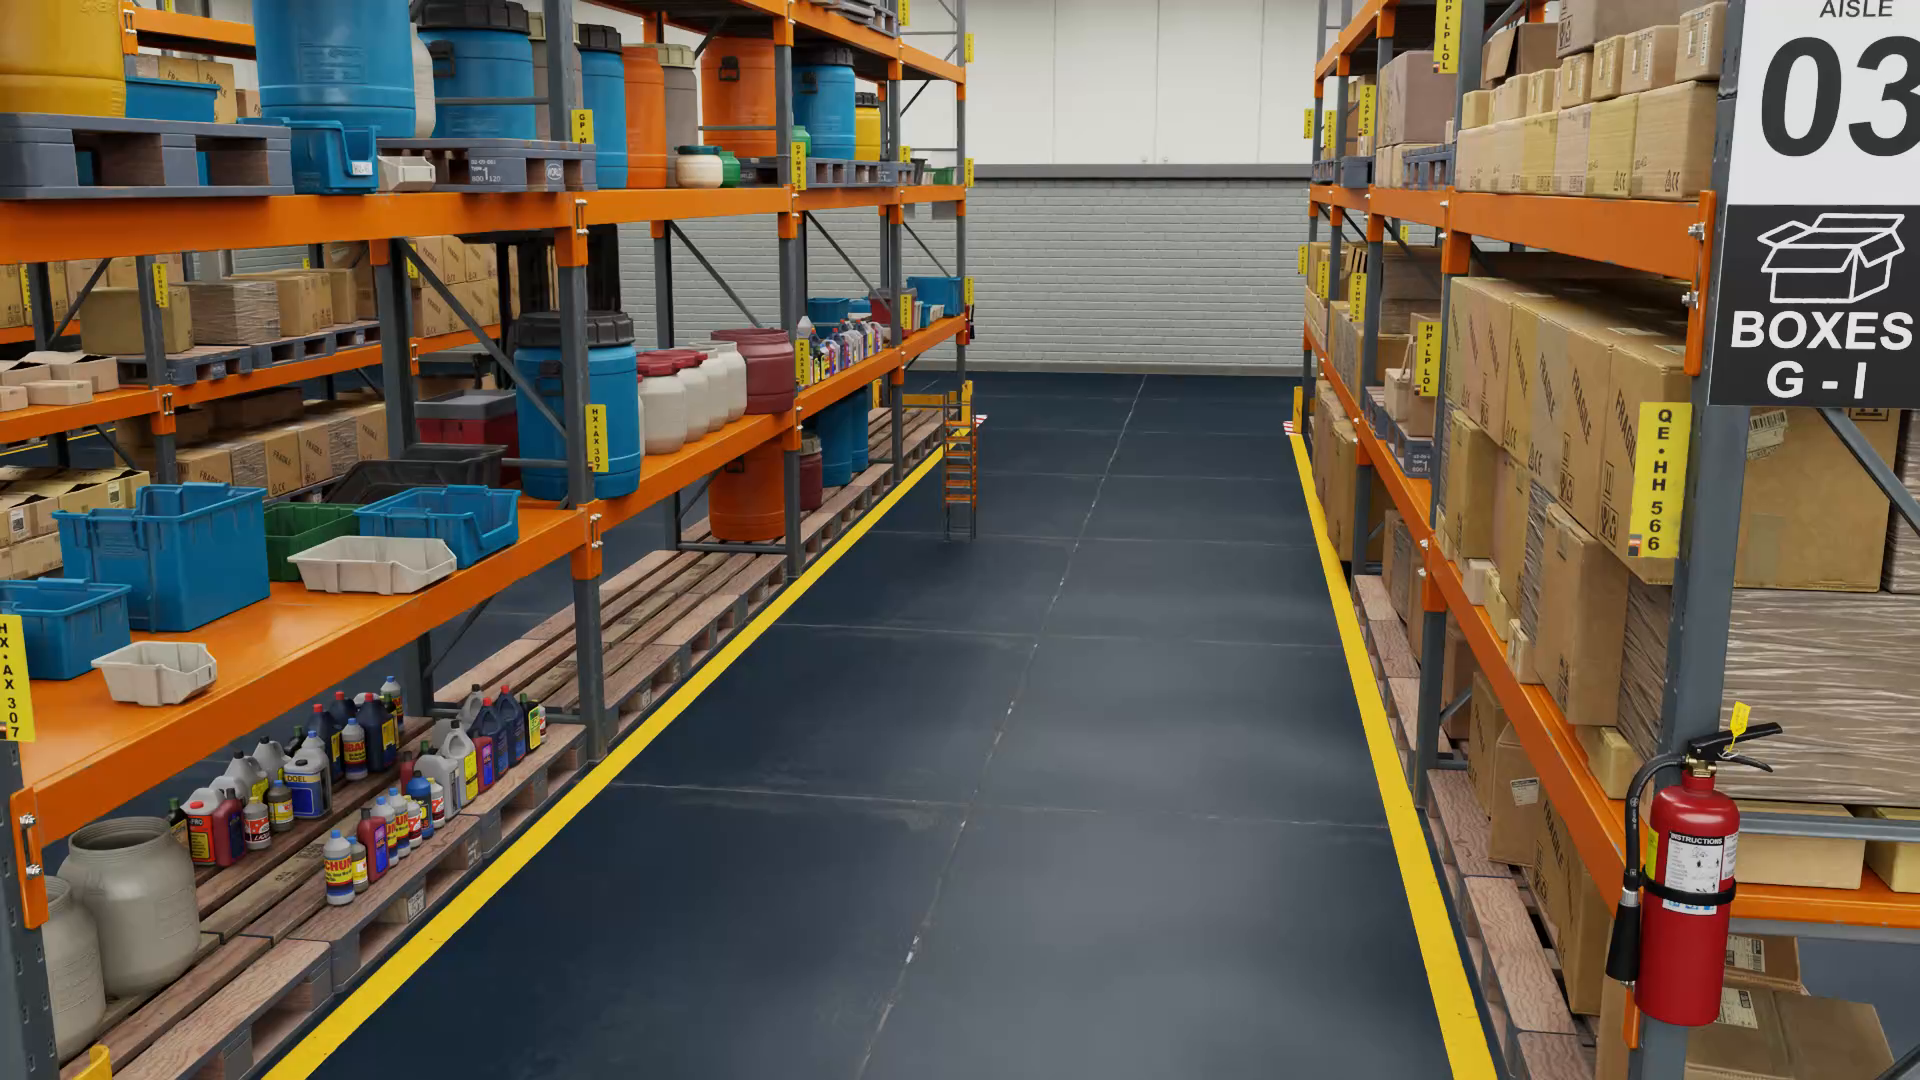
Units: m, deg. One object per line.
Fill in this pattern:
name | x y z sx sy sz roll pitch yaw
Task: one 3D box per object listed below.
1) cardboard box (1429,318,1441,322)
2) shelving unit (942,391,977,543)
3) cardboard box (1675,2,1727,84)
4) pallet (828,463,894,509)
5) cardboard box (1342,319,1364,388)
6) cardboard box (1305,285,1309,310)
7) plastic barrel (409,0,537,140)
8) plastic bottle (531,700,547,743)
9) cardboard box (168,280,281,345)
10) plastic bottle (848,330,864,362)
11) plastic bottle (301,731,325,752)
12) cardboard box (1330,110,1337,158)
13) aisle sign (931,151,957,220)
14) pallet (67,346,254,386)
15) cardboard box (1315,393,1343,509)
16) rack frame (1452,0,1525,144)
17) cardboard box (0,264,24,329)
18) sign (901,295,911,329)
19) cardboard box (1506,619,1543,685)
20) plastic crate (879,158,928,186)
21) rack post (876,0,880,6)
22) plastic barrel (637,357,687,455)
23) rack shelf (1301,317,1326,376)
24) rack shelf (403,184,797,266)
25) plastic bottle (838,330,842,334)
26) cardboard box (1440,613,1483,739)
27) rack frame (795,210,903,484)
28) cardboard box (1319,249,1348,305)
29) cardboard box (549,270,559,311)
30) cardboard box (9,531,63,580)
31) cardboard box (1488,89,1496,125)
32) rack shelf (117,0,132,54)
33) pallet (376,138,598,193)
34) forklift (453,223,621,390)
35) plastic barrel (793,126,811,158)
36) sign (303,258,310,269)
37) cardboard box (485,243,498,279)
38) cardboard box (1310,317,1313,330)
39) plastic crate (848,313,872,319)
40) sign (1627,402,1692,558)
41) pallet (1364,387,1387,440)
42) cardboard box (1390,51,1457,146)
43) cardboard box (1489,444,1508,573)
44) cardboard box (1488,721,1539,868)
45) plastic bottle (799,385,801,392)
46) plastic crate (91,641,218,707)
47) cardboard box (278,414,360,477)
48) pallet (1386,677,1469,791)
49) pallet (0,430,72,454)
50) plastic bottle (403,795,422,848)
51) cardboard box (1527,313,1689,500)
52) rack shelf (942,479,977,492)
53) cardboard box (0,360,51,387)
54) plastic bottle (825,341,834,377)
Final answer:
cardboard box | 3.194 -1.066 10.088 0.700 0.500 0.500 4 13 17
shelving unit | -0.002 -0.584 13.353 0.258 1.200 0.189 2 12 9
cardboard box | 1.728 -1.036 3.470 0.380 0.149 0.250 2 12 9
pallet | -1.214 -0.516 15.388 1.003 0.211 1.213 2 12 9
cardboard box | 3.215 -1.417 12.711 0.500 0.500 0.500 1 12 7
cardboard box | 4.114 -2.692 18.513 0.500 0.250 0.500 2 12 7
plastic barrel | -2.421 -2.198 8.261 0.600 0.901 0.708 2 12 9
plastic bottle | -2.033 0.865 7.957 0.097 0.201 0.097 0 12 0
cardboard box | -6.249 -1.940 14.143 0.700 0.500 0.500 4 13 19
plastic bottle | -0.929 -1.704 14.577 0.152 0.276 0.135 2 12 9
plastic bottle | -2.834 0.971 7.299 0.097 0.271 0.097 0 12 0
cardboard box | 4.190 -4.148 17.028 0.700 0.500 0.500 1 12 5
aisle sign | -0.139 -4.148 19.448 0.394 0.787 0.004 2 12 9
pallet | -6.529 -1.417 13.403 1.213 0.211 1.003 2 12 9
cardboard box | 3.624 -0.725 13.783 1.225 0.875 0.875 1 12 7
rack frame | 2.609 -3.145 6.729 1.000 3.000 0.127 2 12 9
cardboard box | -10.744 -2.619 17.812 0.980 0.700 0.700 2 12 10
sign | -0.511 -2.156 15.719 0.100 0.325 0.005 2 12 9
cardboard box | 1.961 0.361 5.295 0.380 0.149 0.250 2 12 9
plastic crate | -0.593 -3.691 16.689 0.497 0.269 0.590 2 12 9
rack post | -1.215 -4.760 14.400 0.937 0.300 0.954 2 12 8
plastic barrel | -1.808 -0.785 9.691 0.433 0.535 0.433 0 12 0
rack shelf | 4.147 -1.943 17.096 1.077 0.370 4.000 2 12 9
rack shelf | -1.977 -1.904 9.797 1.077 0.370 4.000 2 12 9
plastic bottle | -1.056 -1.702 14.578 0.097 0.271 0.097 0 12 0
cardboard box | 2.725 0.667 8.168 0.700 0.500 0.500 1 12 4
rack frame | -1.054 -2.039 15.833 1.000 3.000 0.127 2 12 9
cardboard box | 3.727 -2.525 15.961 0.500 0.500 0.500 2 12 9
cardboard box | -5.133 -2.979 19.961 0.500 0.500 0.500 2 12 10
cardboard box | -6.560 0.101 11.434 0.500 0.250 0.500 2 12 10
cardboard box | 2.281 -1.685 6.484 0.380 0.149 0.250 1 12 6
rack shelf | -6.871 -3.336 10.272 1.077 0.370 4.000 2 12 9
pallet | -2.299 -1.594 7.098 1.213 0.211 1.003 2 12 9
forklift | -3.713 -1.769 14.744 1.130 2.935 3.031 4 13 17
plastic barrel | -1.280 -3.015 12.614 0.294 0.245 0.294 0 12 0
sign | -6.486 -2.639 16.564 0.100 0.325 0.005 2 12 9
cardboard box | -5.361 -3.148 18.372 0.500 0.500 0.500 2 12 10
cardboard box | 3.879 -2.257 17.443 0.380 0.149 0.250 2 12 8
plastic crate | -1.084 -2.311 17.582 0.293 0.136 0.466 2 12 9
sign | 1.449 -0.123 3.445 0.100 0.325 0.005 2 12 9
pallet | 3.220 -0.800 10.540 1.213 0.211 1.003 2 12 9
cardboard box | 2.746 -2.505 9.454 0.500 0.500 0.500 2 12 7
cardboard box | 2.390 -0.105 5.918 0.875 0.500 0.500 2 12 9
cardboard box | 2.428 1.005 6.645 0.500 0.500 0.500 6 14 27
plastic bottle | -1.239 -1.246 12.460 0.097 0.271 0.097 0 12 0
plastic crate | -2.444 0.412 5.086 0.298 0.136 0.250 2 12 9
cardboard box | -5.903 -0.874 15.318 0.500 0.500 0.500 2 12 9
pallet | 2.727 0.988 8.407 1.003 0.211 1.213 2 12 9
pallet | -10.649 -1.152 18.339 1.003 0.211 1.213 2 12 9
plastic bottle | -2.230 1.132 6.718 0.097 0.201 0.097 0 12 0
cardboard box | 1.985 -0.394 4.885 0.500 0.500 0.500 2 12 9
rack shelf | -0.002 -0.423 13.388 0.258 0.103 0.180 2 12 9
cardboard box | -6.892 -1.144 11.892 0.500 0.311 0.500 2 12 8
plastic bottle | -1.061 -1.468 13.460 0.061 0.283 0.133 2 12 9
